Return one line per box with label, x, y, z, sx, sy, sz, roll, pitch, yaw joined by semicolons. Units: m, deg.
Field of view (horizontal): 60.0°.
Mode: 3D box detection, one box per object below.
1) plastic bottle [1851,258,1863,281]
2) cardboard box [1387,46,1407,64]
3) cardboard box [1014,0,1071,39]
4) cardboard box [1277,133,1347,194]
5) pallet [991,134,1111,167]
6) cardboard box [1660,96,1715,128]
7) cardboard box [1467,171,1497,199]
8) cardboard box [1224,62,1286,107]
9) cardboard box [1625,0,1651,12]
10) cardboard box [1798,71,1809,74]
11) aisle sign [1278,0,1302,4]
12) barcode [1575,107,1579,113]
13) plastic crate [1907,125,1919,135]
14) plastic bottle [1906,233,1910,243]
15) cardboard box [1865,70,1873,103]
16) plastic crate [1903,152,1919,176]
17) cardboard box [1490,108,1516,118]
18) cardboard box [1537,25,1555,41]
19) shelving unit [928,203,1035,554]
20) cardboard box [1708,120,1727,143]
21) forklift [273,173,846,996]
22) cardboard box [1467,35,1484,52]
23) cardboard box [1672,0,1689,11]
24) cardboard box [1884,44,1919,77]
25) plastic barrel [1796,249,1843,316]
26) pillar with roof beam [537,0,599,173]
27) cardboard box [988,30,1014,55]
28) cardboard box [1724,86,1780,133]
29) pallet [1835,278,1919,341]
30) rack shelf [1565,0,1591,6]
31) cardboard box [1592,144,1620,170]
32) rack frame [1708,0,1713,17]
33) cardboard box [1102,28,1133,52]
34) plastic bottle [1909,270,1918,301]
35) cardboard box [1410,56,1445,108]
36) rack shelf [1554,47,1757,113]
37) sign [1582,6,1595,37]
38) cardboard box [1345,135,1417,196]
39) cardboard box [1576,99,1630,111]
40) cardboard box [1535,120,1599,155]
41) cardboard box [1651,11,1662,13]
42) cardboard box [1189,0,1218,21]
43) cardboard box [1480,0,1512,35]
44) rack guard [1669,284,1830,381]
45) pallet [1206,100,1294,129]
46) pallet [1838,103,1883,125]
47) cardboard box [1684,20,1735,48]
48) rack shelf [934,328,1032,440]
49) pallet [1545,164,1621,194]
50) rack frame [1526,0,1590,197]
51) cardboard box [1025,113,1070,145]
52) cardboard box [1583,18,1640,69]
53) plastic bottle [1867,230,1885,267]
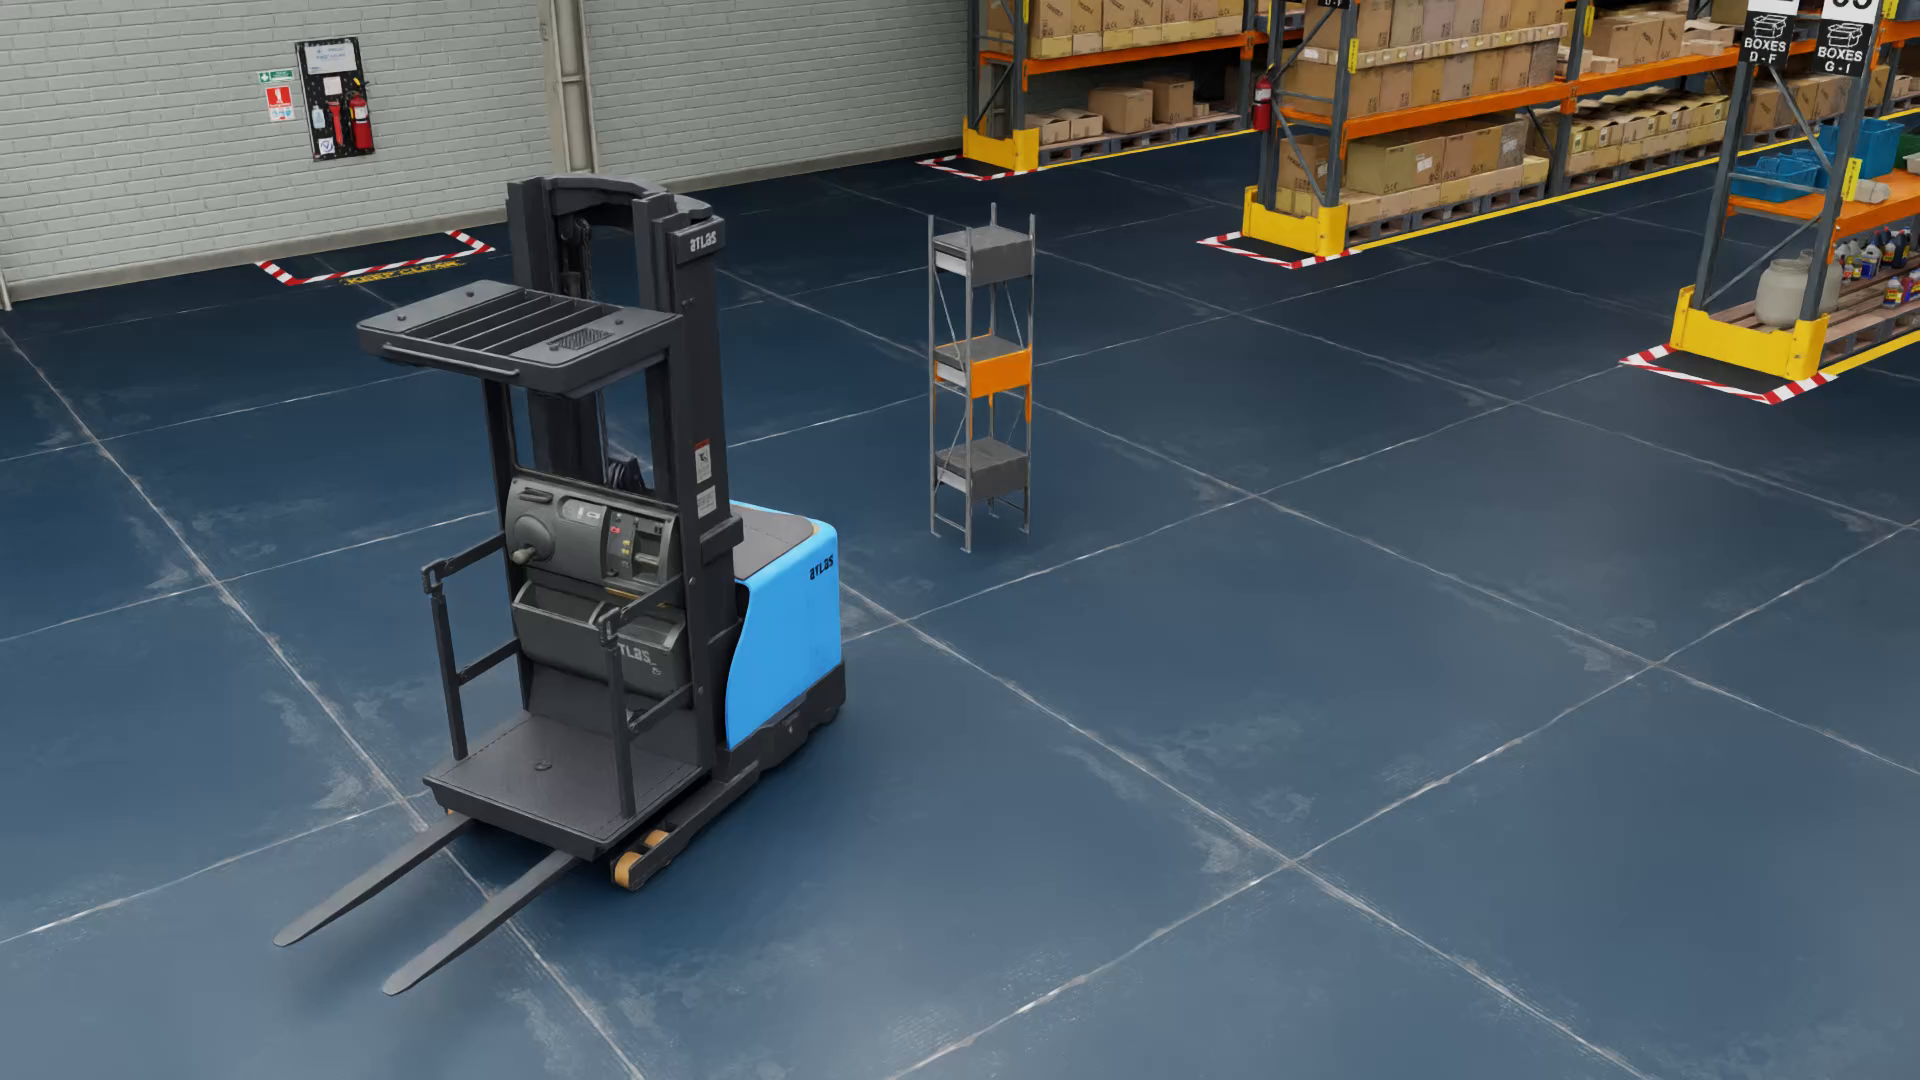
plastic bottle;8.296;-2.508;15.393;0.097;0.201;0.097;0;25;0
cardboard box;4.351;-4.993;17.057;0.250;0.149;0.380;-18;30;-34
cardboard box;1.008;-6.435;20.316;0.500;0.500;0.500;-18;31;-34
cardboard box;3.745;-4.011;17.705;0.500;0.500;0.500;-18;31;-34
pallet;1.167;-5.084;21.453;1.213;0.211;1.003;-18;31;-34
cardboard box;9.136;-5.410;20.946;0.500;0.311;0.500;-19;31;-35
cardboard box;5.640;-4.018;18.611;0.500;0.250;0.500;-18;31;-34
cardboard box;4.163;-6.431;23.490;0.500;0.500;0.700;-17;30;-32
cardboard box;11.728;-9.257;28.834;0.250;0.149;0.380;-18;30;-33
cardboard box;11.607;-6.358;23.333;0.500;0.500;0.500;-18;30;-33
aisle sign;3.273;-5.749;16.486;0.004;0.787;0.394;-18;31;-34
barcode;7.112;-4.958;19.176;0.075;0.075;0.001;-18;31;-34
plastic crate;9.217;-3.765;15.372;0.504;0.338;0.767;-18;31;-34
plastic bottle;9.015;-2.788;15.899;0.133;0.283;0.061;-18;31;-34
cardboard box;12.343;-6.324;23.259;0.500;0.500;0.500;-18;30;-34
plastic crate;8.586;-3.261;14.527;0.437;0.136;0.530;-18;31;-34
cardboard box;6.096;-4.795;19.396;0.500;0.500;0.500;-18;31;-34
cardboard box;6.376;-5.663;18.499;0.250;0.149;0.380;-19;31;-35
shelving unit;0.130;-0.995;10.401;0.503;2.100;0.431;-18;31;-34
cardboard box;9.538;-5.293;21.360;0.500;0.250;0.500;-17;30;-33
forklift;-1.756;0.008;7.251;1.130;2.935;3.031;13;28;26
cardboard box;5.365;-5.327;17.776;0.250;0.149;0.380;-17;30;-32
cardboard box;12.559;-9.328;28.986;0.250;0.149;0.380;-19;31;-35
cardboard box;14.424;-7.164;25.065;0.637;0.503;0.797;-18;31;-34
plastic barrel;7.425;-2.236;14.461;0.421;0.512;0.421;0;25;0
pillar with roof beam;-1.601;-6.334;13.709;0.400;9.000;9.100;-18;31;-34
cardboard box;0.695;-6.256;20.821;0.500;0.250;0.500;-18;30;-33
cardboard box;10.336;-5.657;21.822;0.500;0.500;0.500;-17;30;-32
pallet;8.192;-2.142;15.116;1.213;0.211;1.003;-18;31;-34
rack shelf;8.316;-8.401;26.143;4.000;0.370;1.077;-18;31;-34
cardboard box;7.527;-4.627;19.924;0.500;0.250;0.500;-17;30;-33
rack frame;13.037;-10.286;29.349;0.127;3.000;1.000;-18;31;-34
cardboard box;1.831;-6.362;21.050;0.500;0.250;0.500;-19;31;-35
plastic bottle;8.448;-2.266;14.788;0.097;0.271;0.097;0;25;0
cardboard box;4.686;-4.917;17.662;0.500;0.500;0.700;-18;30;-34
rack shelf;8.228;-5.722;20.370;4.000;0.370;1.077;-18;31;-34
sign;6.998;-5.774;18.505;0.005;0.325;0.100;-18;31;-34
cardboard box;4.458;-3.969;17.615;0.500;0.500;0.500;-18;31;-34
cardboard box;7.993;-5.322;20.755;0.500;0.311;0.500;-19;31;-35
cardboard box;7.133;-4.751;19.525;0.500;0.311;0.500;-18;30;-34
cardboard box;11.759;-8.867;28.762;0.500;0.500;0.700;-19;31;-36
cardboard box;3.024;-7.093;21.734;0.500;0.500;0.500;-18;31;-34
cardboard box;5.517;-5.783;17.988;0.500;0.500;0.700;-18;31;-34
rack guard;6.591;-1.749;13.925;0.348;0.500;1.175;-18;31;-34
pallet;4.206;-6.106;23.657;1.213;0.211;1.003;-18;31;-34
pallet;12.332;-6.118;23.682;1.213;0.211;1.003;-18;31;-34
cardboard box;9.488;-6.447;21.184;0.500;0.311;0.500;-16;29;-31
rack shelf;0.130;-0.983;10.406;0.480;0.518;0.431;-18;31;-34
pallet;7.210;-4.468;20.126;1.213;0.211;1.003;-18;31;-34
rack frame;6.654;-5.528;19.099;0.127;3.000;1.000;-18;31;-34
cardboard box;1.046;-5.259;21.190;0.500;0.311;0.500;-23;33;-40
cardboard box;7.683;-5.905;19.791;0.500;0.500;0.500;-16;29;-30
plastic bottle;8.668;-2.763;15.765;0.185;0.351;0.144;-20;31;-36
